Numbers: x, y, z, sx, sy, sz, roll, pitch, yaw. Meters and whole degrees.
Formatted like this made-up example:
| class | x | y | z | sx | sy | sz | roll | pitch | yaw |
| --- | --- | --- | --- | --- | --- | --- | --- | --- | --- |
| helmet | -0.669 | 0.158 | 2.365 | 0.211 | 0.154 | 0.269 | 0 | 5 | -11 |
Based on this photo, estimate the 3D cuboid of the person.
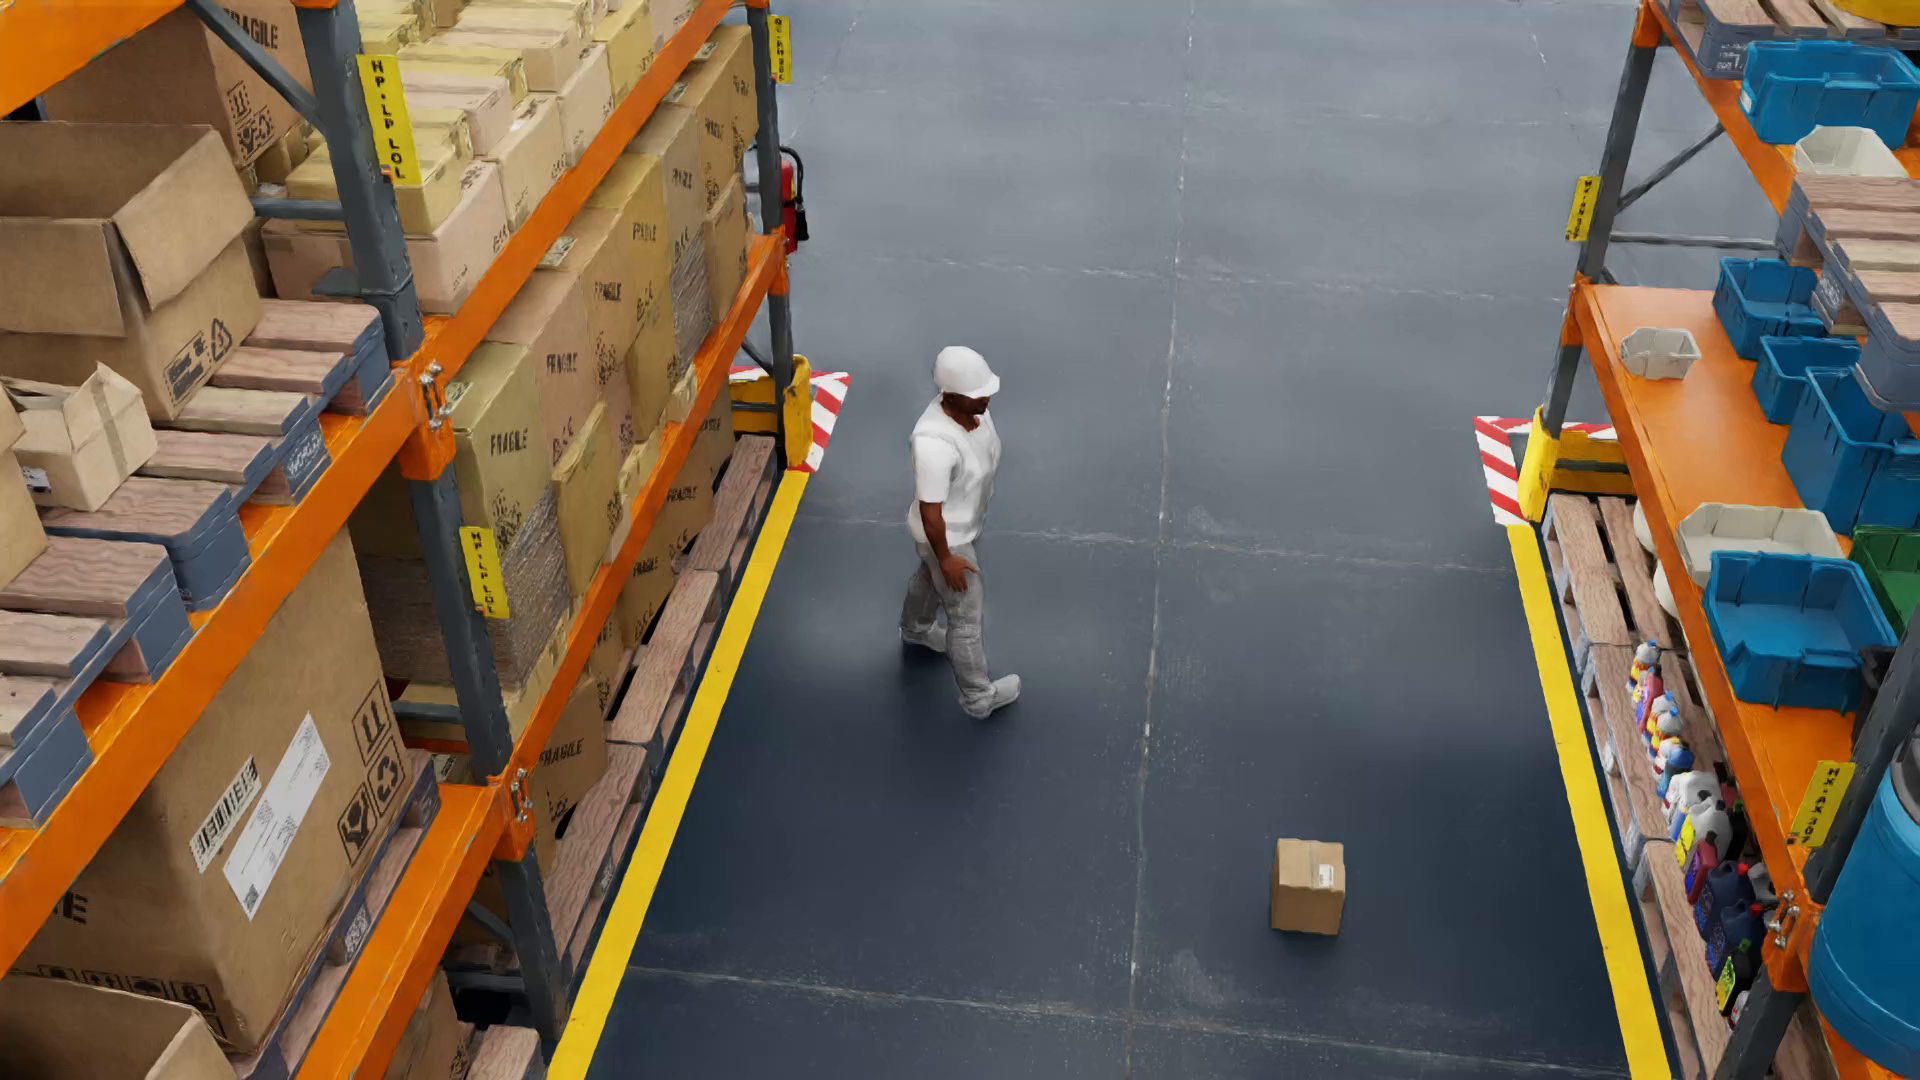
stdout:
| class | x | y | z | sx | sy | sz | roll | pitch | yaw |
| --- | --- | --- | --- | --- | --- | --- | --- | --- | --- |
| person | -0.018 | -0.083 | 7.138 | 0.640 | 1.754 | 0.623 | 8 | 37 | 11 |
